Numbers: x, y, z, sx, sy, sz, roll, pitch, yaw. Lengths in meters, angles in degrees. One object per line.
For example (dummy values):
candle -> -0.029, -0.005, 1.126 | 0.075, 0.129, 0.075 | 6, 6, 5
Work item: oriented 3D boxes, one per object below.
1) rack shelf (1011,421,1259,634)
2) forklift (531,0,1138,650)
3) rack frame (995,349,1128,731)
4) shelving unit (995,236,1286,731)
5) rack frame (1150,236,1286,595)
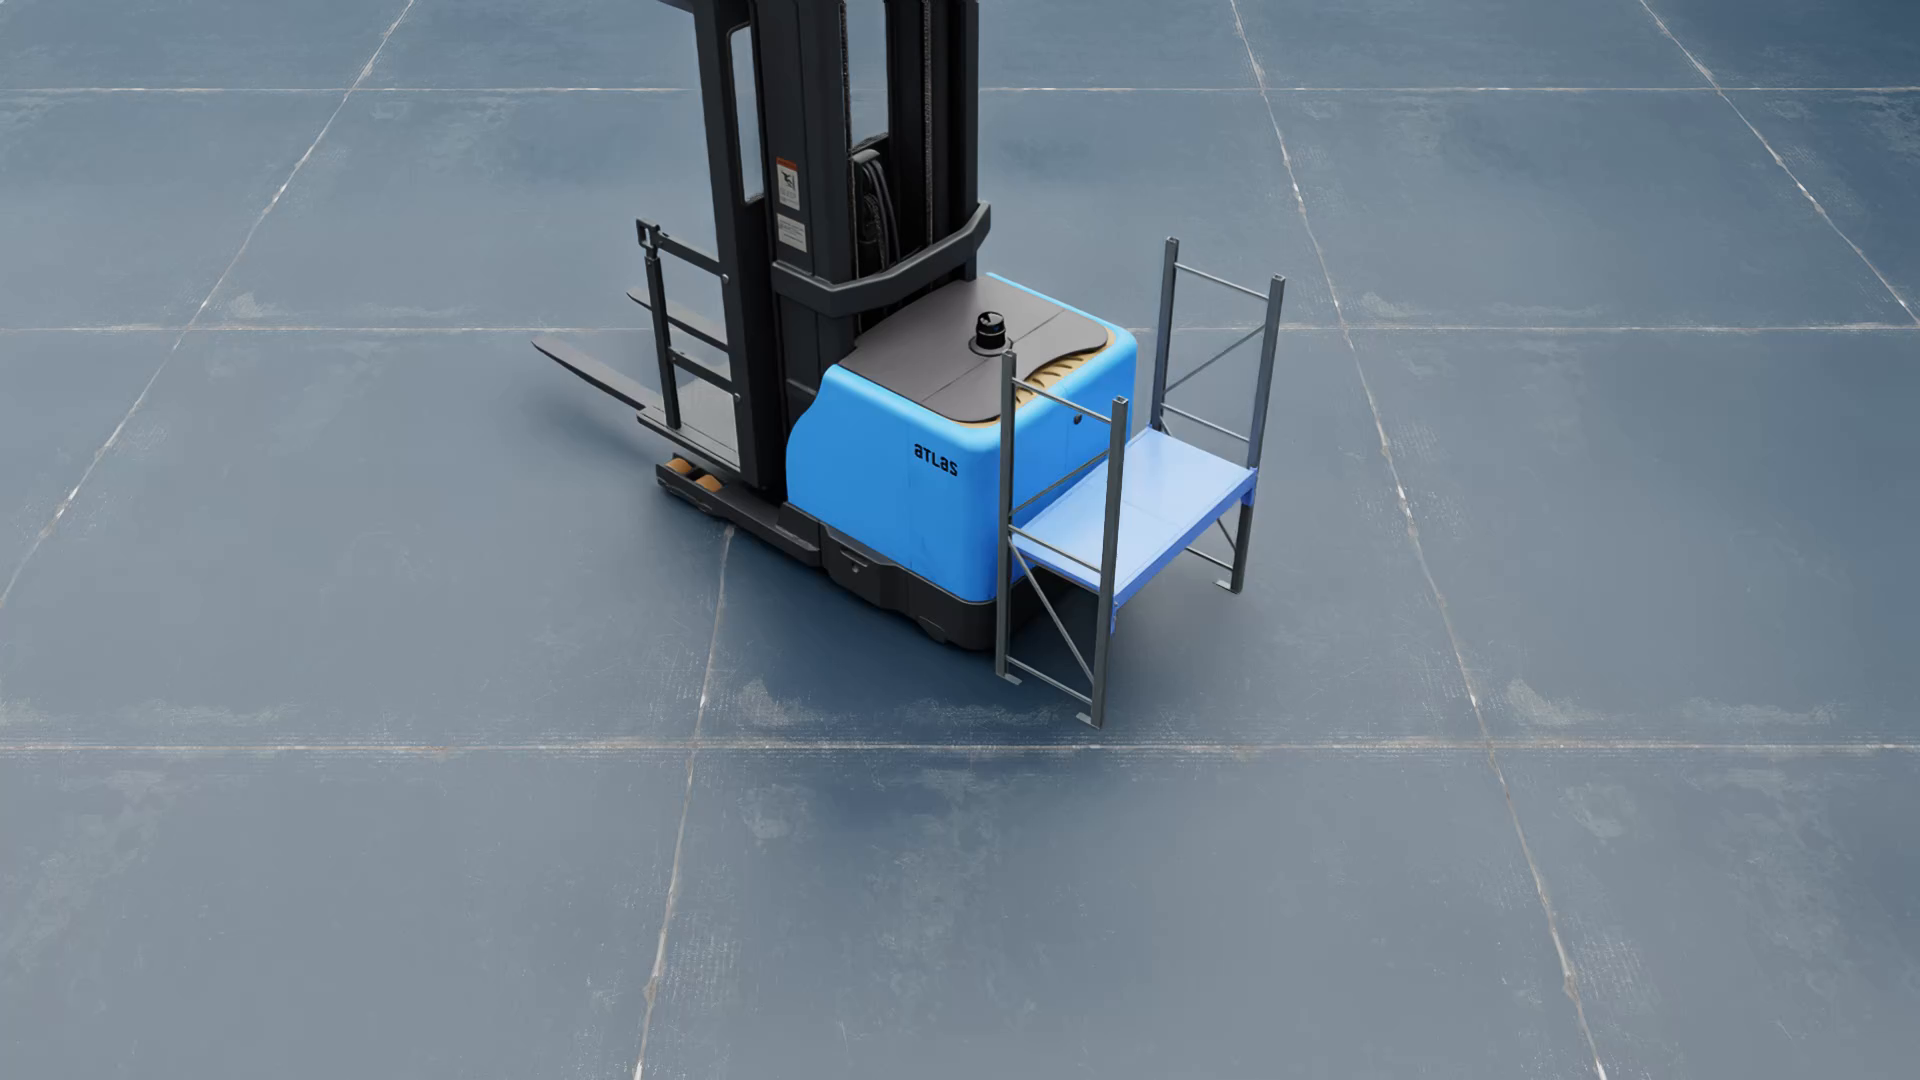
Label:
rack shelf -> 0.663, -0.071, 6.426 | 0.538, 0.185, 1.000 | 27, 46, 29
forklift -> -0.730, -1.489, 6.764 | 3.031, 2.935, 1.130 | 28, 47, 31
rack frame -> 0.345, 0.037, 6.004 | 0.500, 1.500, 0.032 | 27, 46, 29
shelving unit -> 0.663, -0.211, 6.314 | 0.538, 1.500, 1.048 | 27, 46, 29
rack frame -> 0.980, -0.459, 6.624 | 0.500, 1.500, 0.032 | 27, 46, 29
